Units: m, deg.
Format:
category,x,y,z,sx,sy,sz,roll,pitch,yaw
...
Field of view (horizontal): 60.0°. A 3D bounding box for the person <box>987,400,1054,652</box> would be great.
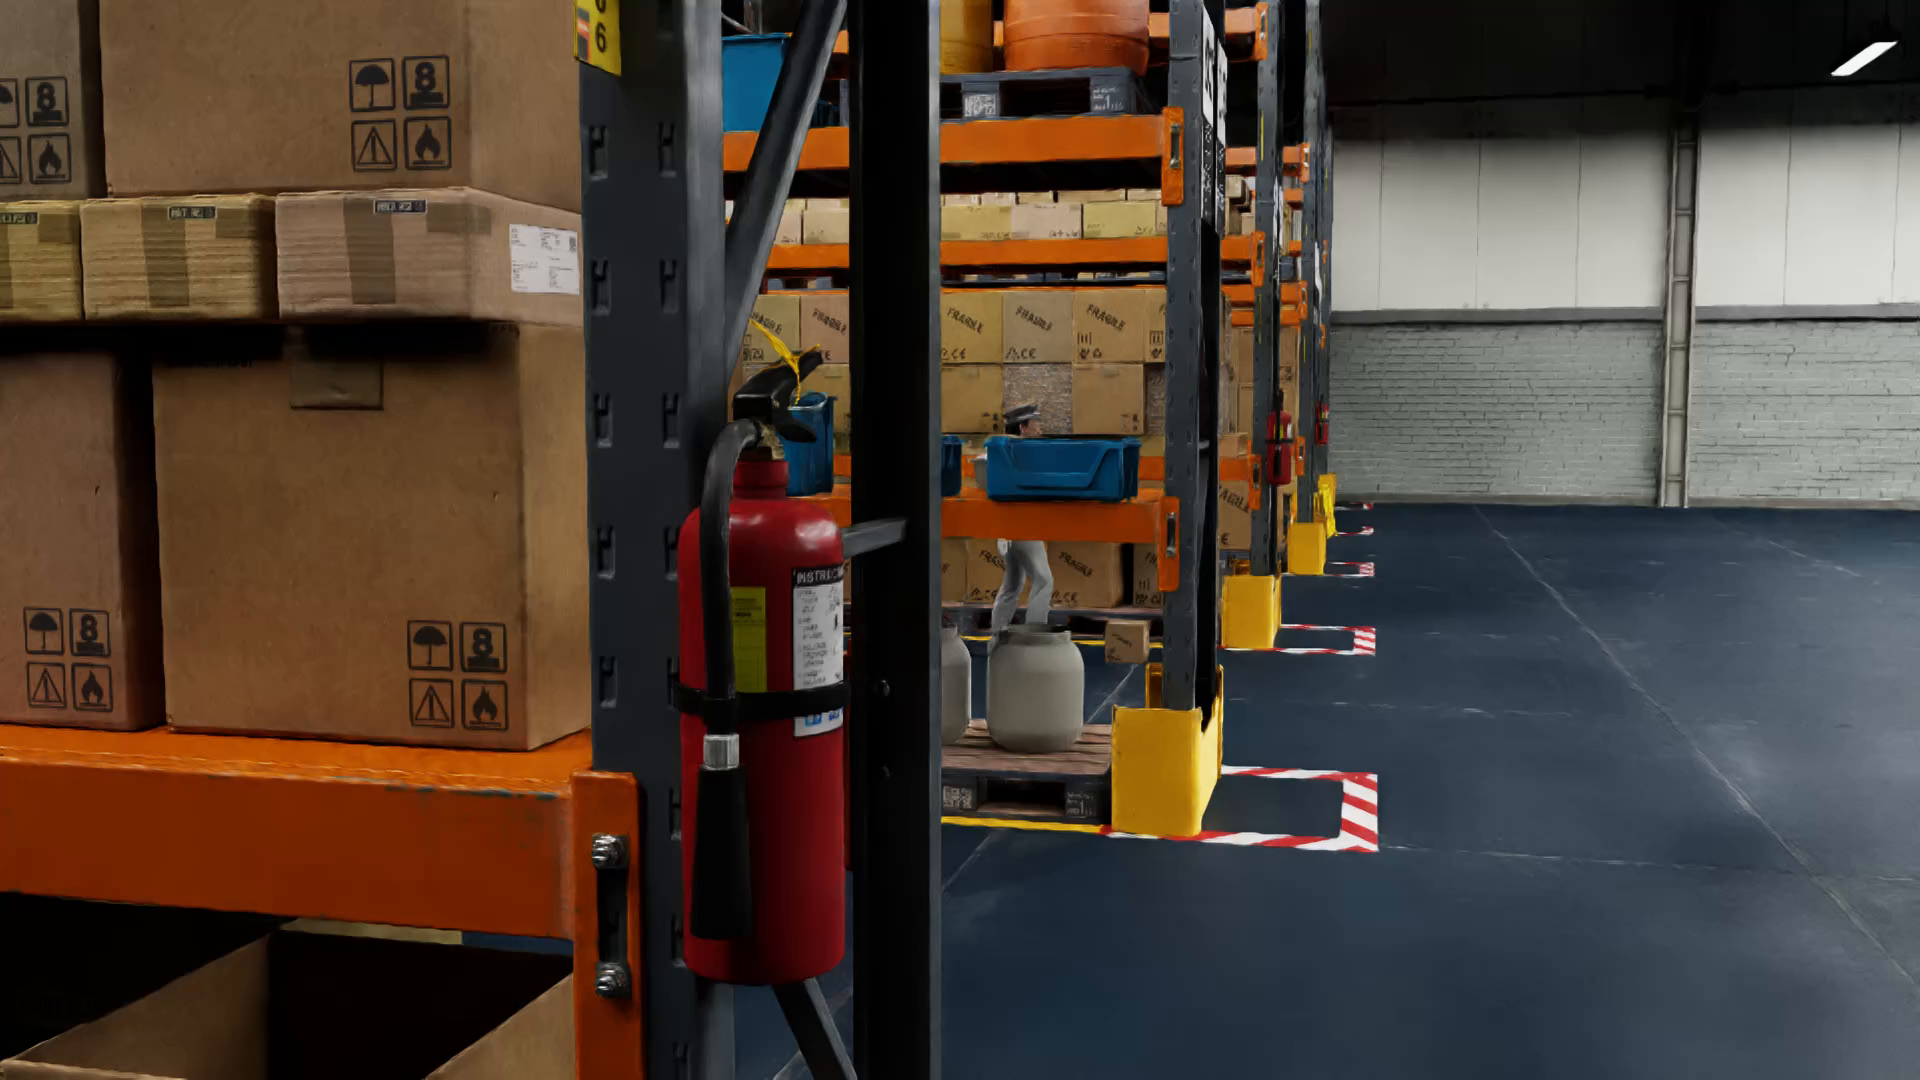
category,x,y,z,sx,sy,sz,roll,pitch,yaw
person,0.460,-0.074,10.884,0.571,1.682,0.478,1,5,13
